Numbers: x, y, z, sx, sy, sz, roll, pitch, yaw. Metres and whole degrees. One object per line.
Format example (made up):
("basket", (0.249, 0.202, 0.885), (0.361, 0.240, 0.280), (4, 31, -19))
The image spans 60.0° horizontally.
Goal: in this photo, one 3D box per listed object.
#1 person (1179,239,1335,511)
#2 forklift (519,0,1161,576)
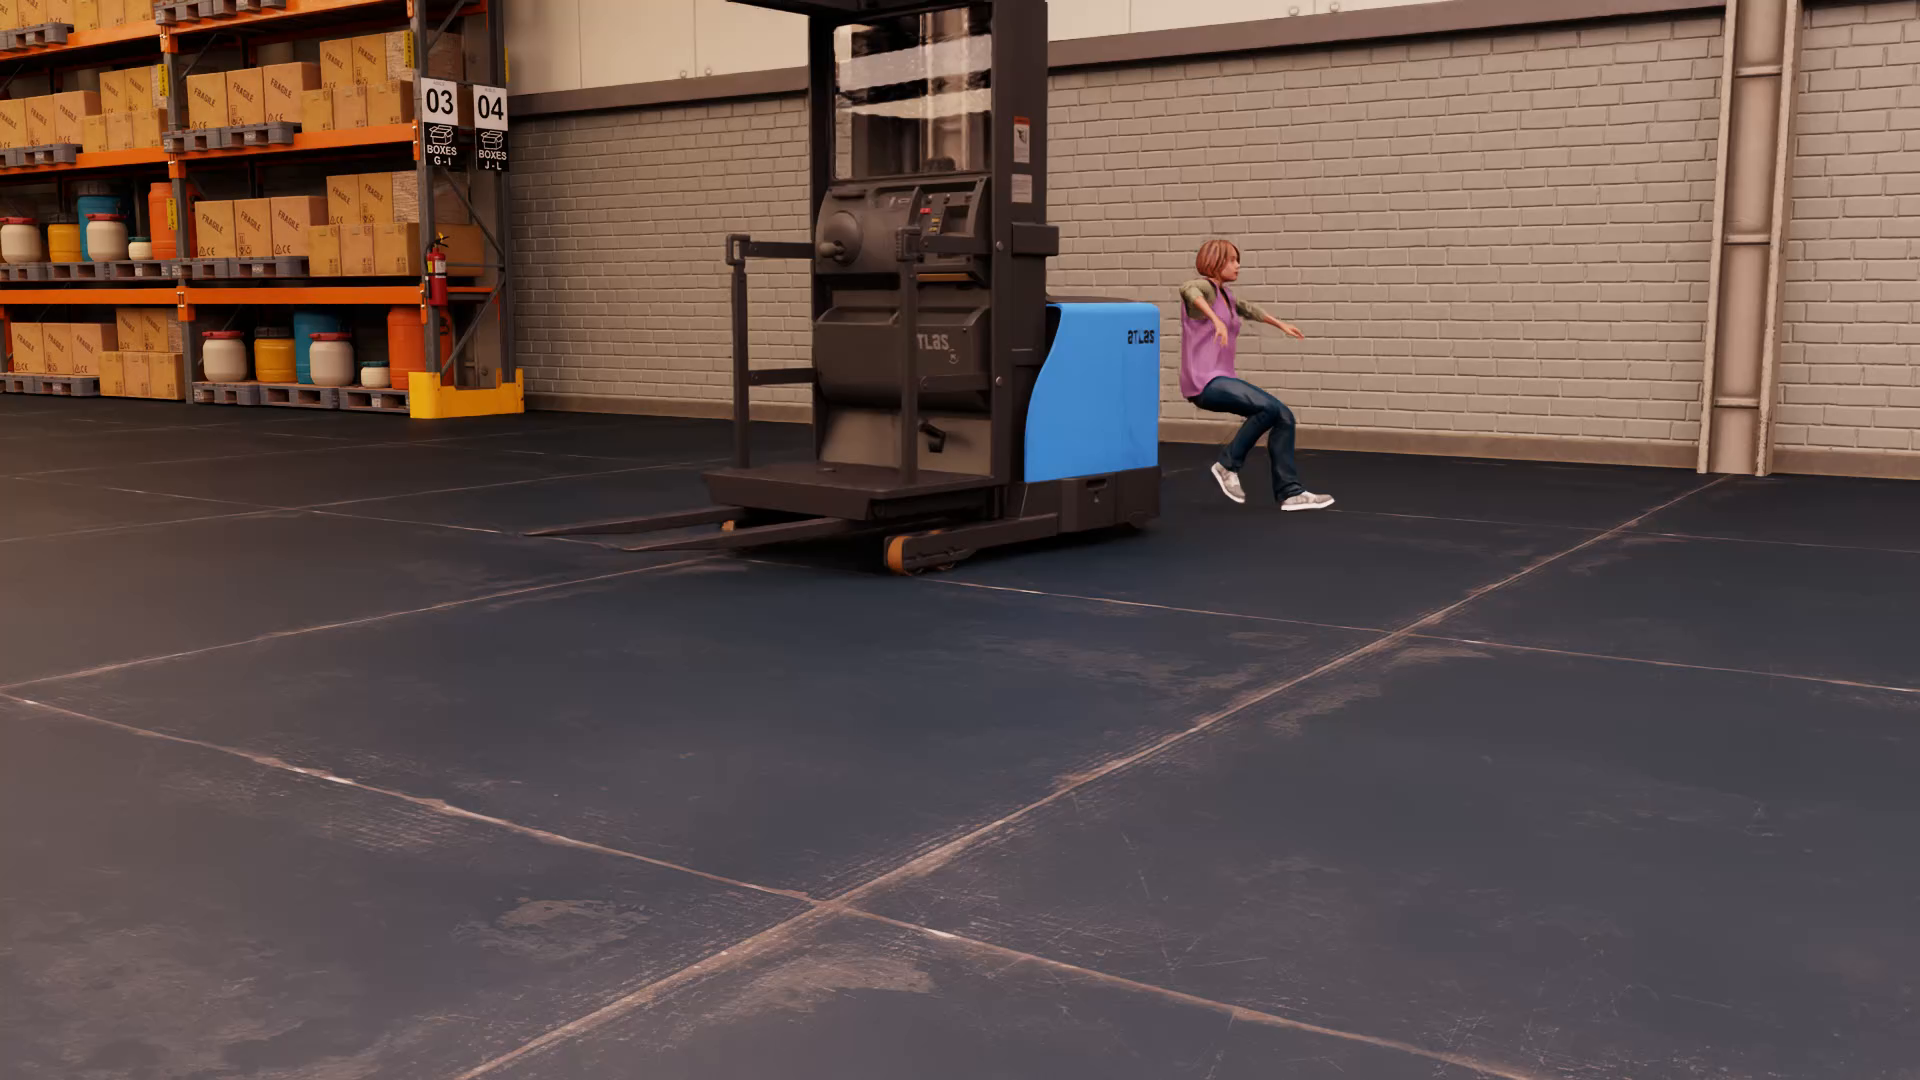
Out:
("person", (1.510, -0.836, 8.493), (0.757, 1.393, 0.998), (4, 9, 28))
("forklift", (-0.399, -1.386, 6.939), (1.130, 2.935, 3.031), (7, 11, 41))
